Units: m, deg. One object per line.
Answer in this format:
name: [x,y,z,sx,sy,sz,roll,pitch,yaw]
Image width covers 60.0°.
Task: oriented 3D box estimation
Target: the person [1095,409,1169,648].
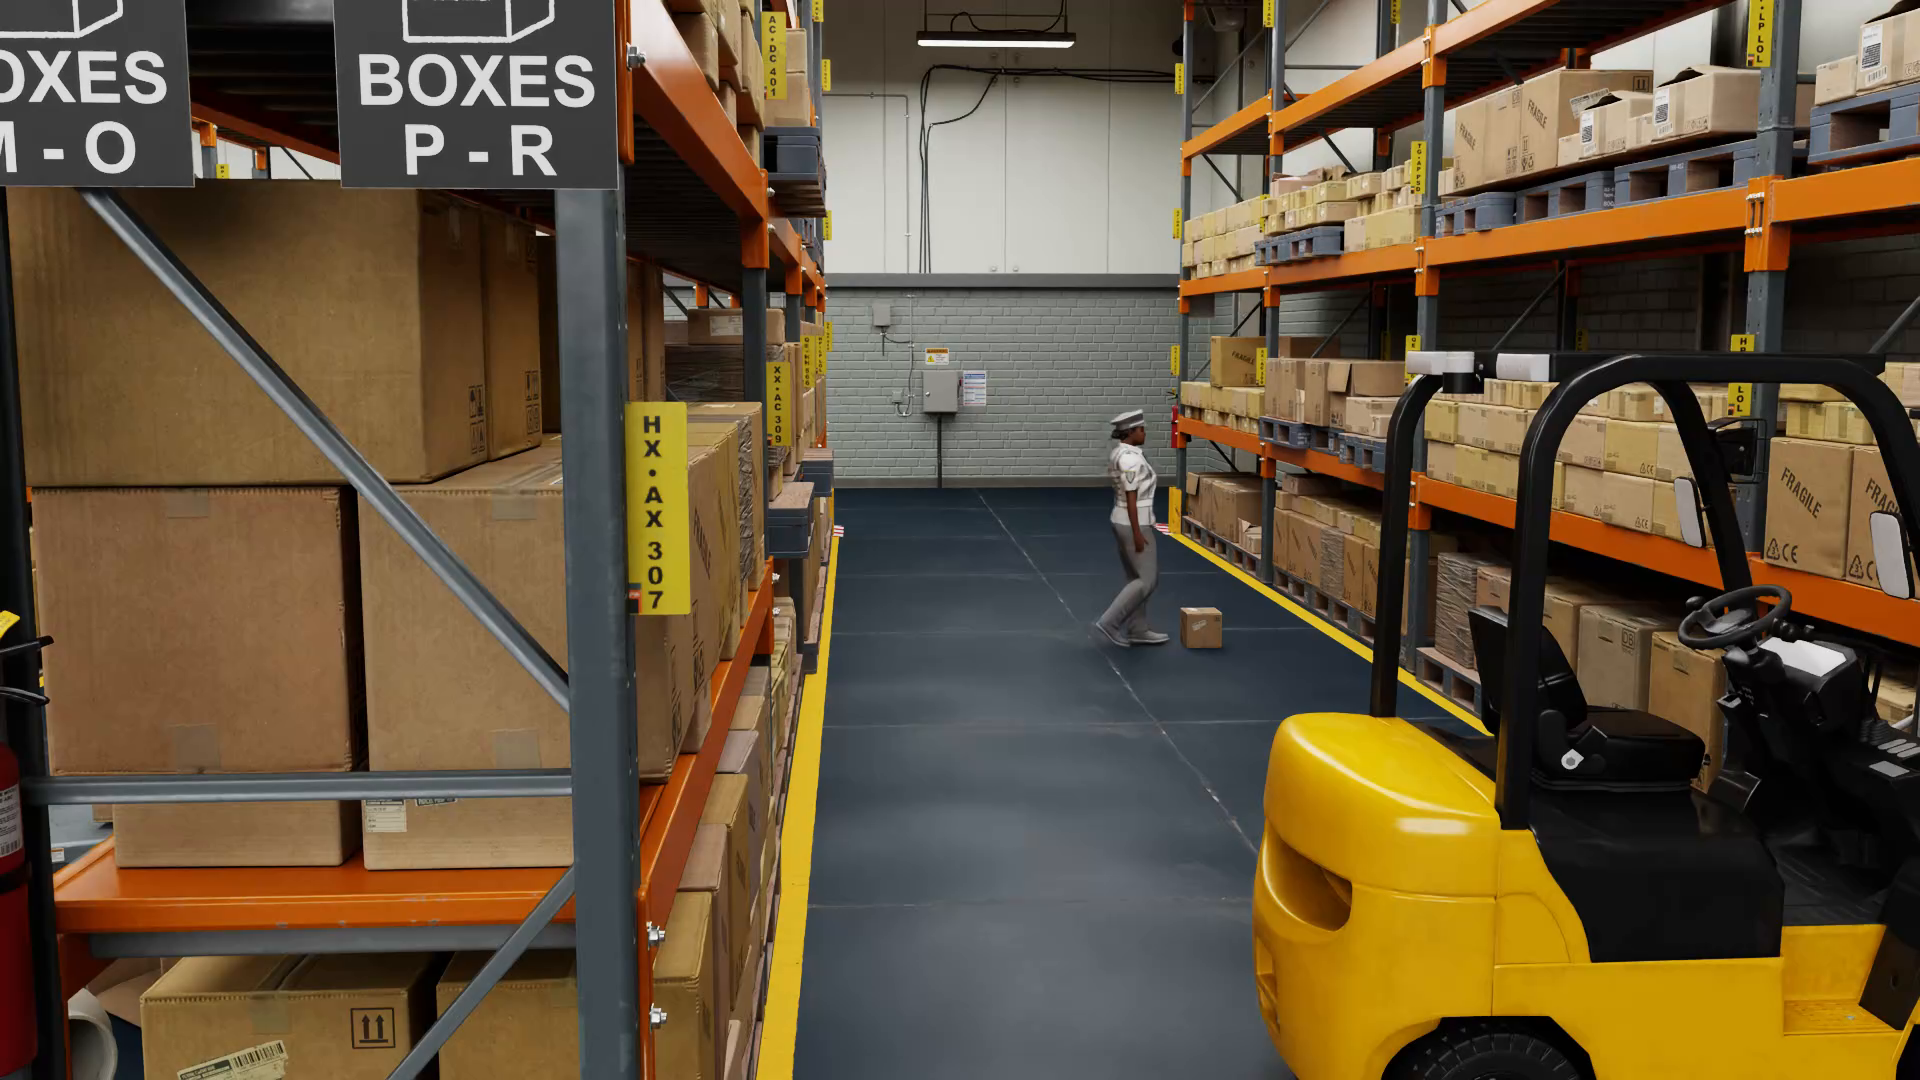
person: [1.223,-0.088,11.795,0.562,1.675,0.465,0,7,-4]
